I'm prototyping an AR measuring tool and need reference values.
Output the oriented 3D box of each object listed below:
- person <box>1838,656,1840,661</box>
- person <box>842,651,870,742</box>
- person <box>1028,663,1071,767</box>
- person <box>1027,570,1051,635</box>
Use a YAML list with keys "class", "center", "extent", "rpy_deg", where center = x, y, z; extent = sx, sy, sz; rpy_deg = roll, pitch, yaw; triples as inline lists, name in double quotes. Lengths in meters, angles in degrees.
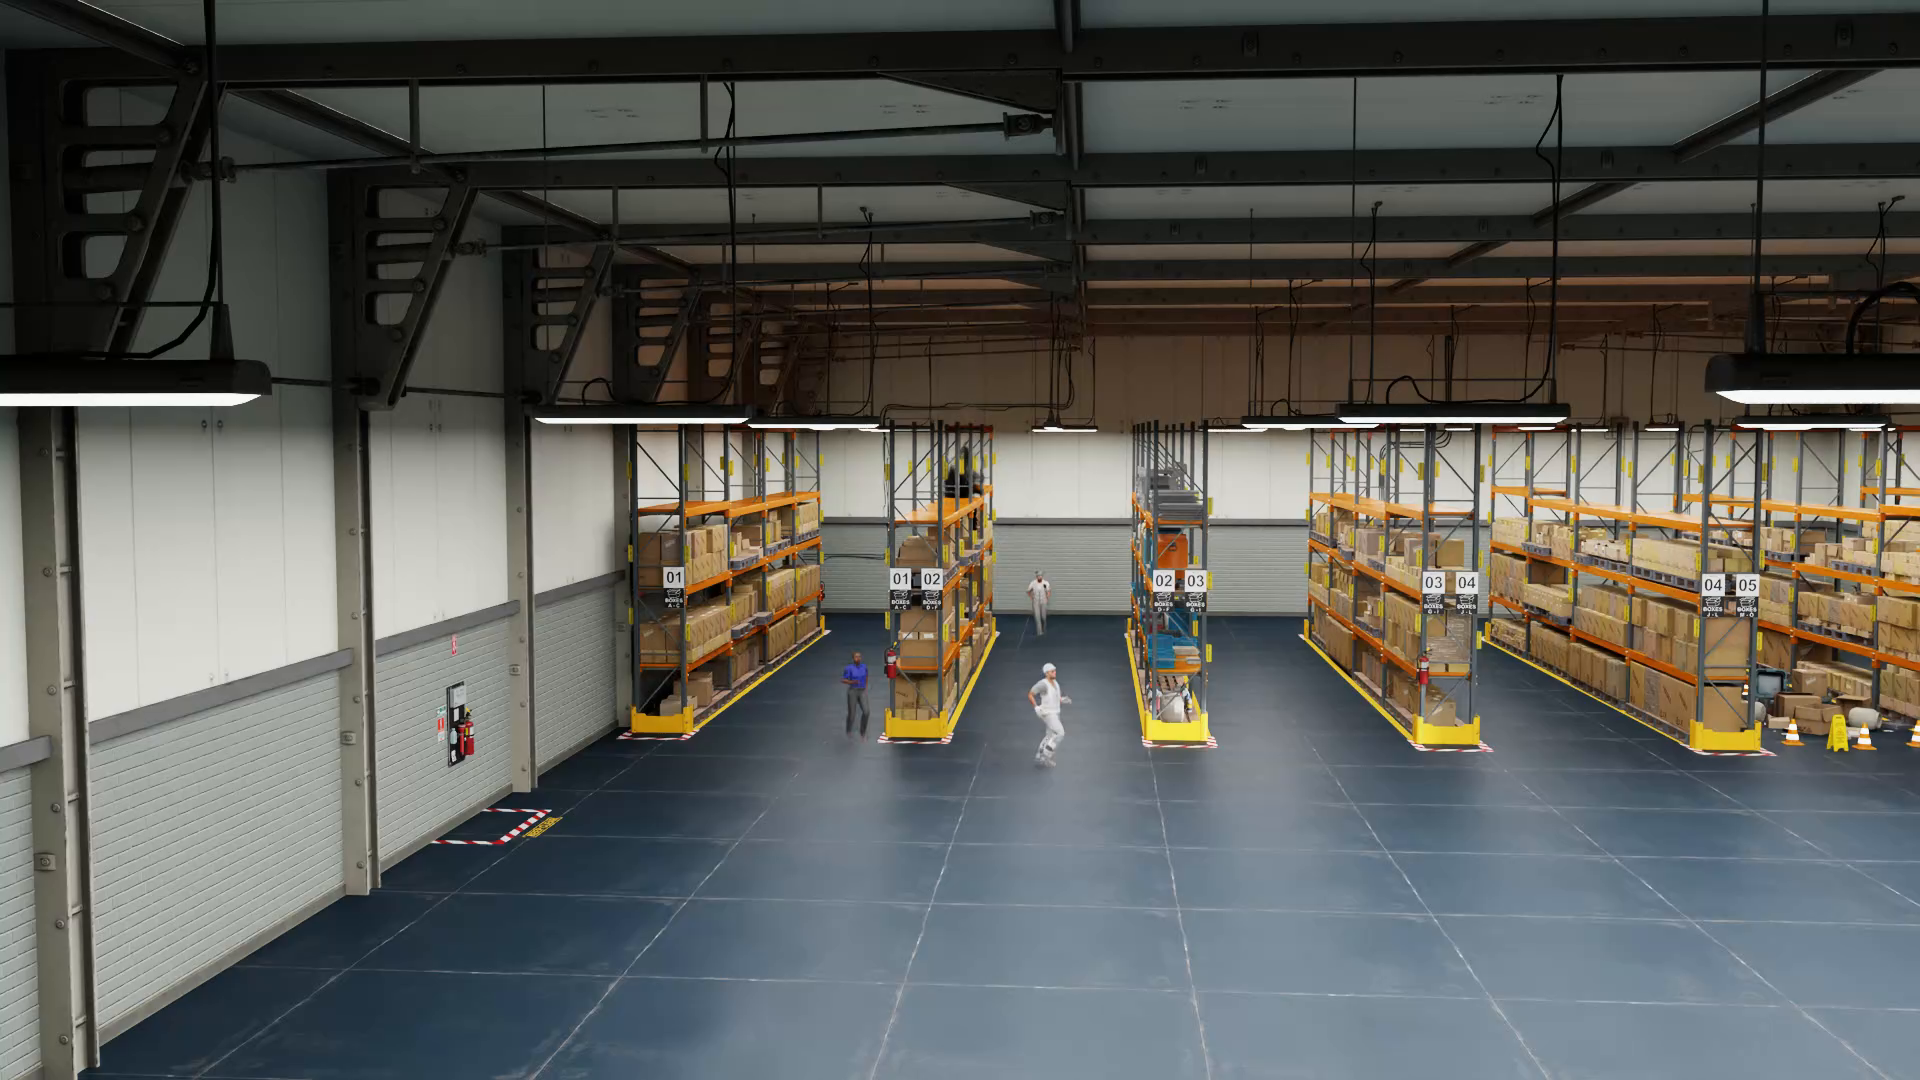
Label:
- class: "person"
  center: [21.564, 2.195, 41.146]
  extent: [0.658, 1.771, 0.970]
  rpy_deg: [0, 4, -1]
- class: "person"
  center: [-1.927, 2.949, 31.110]
  extent: [0.576, 1.707, 0.660]
  rpy_deg: [-2, 4, -23]
- class: "person"
  center: [1.583, 3.012, 28.633]
  extent: [0.691, 1.769, 0.650]
  rpy_deg: [2, 4, 30]
- class: "person"
  center: [2.153, 1.703, 45.355]
  extent: [0.656, 1.759, 0.566]
  rpy_deg: [0, 4, 0]
